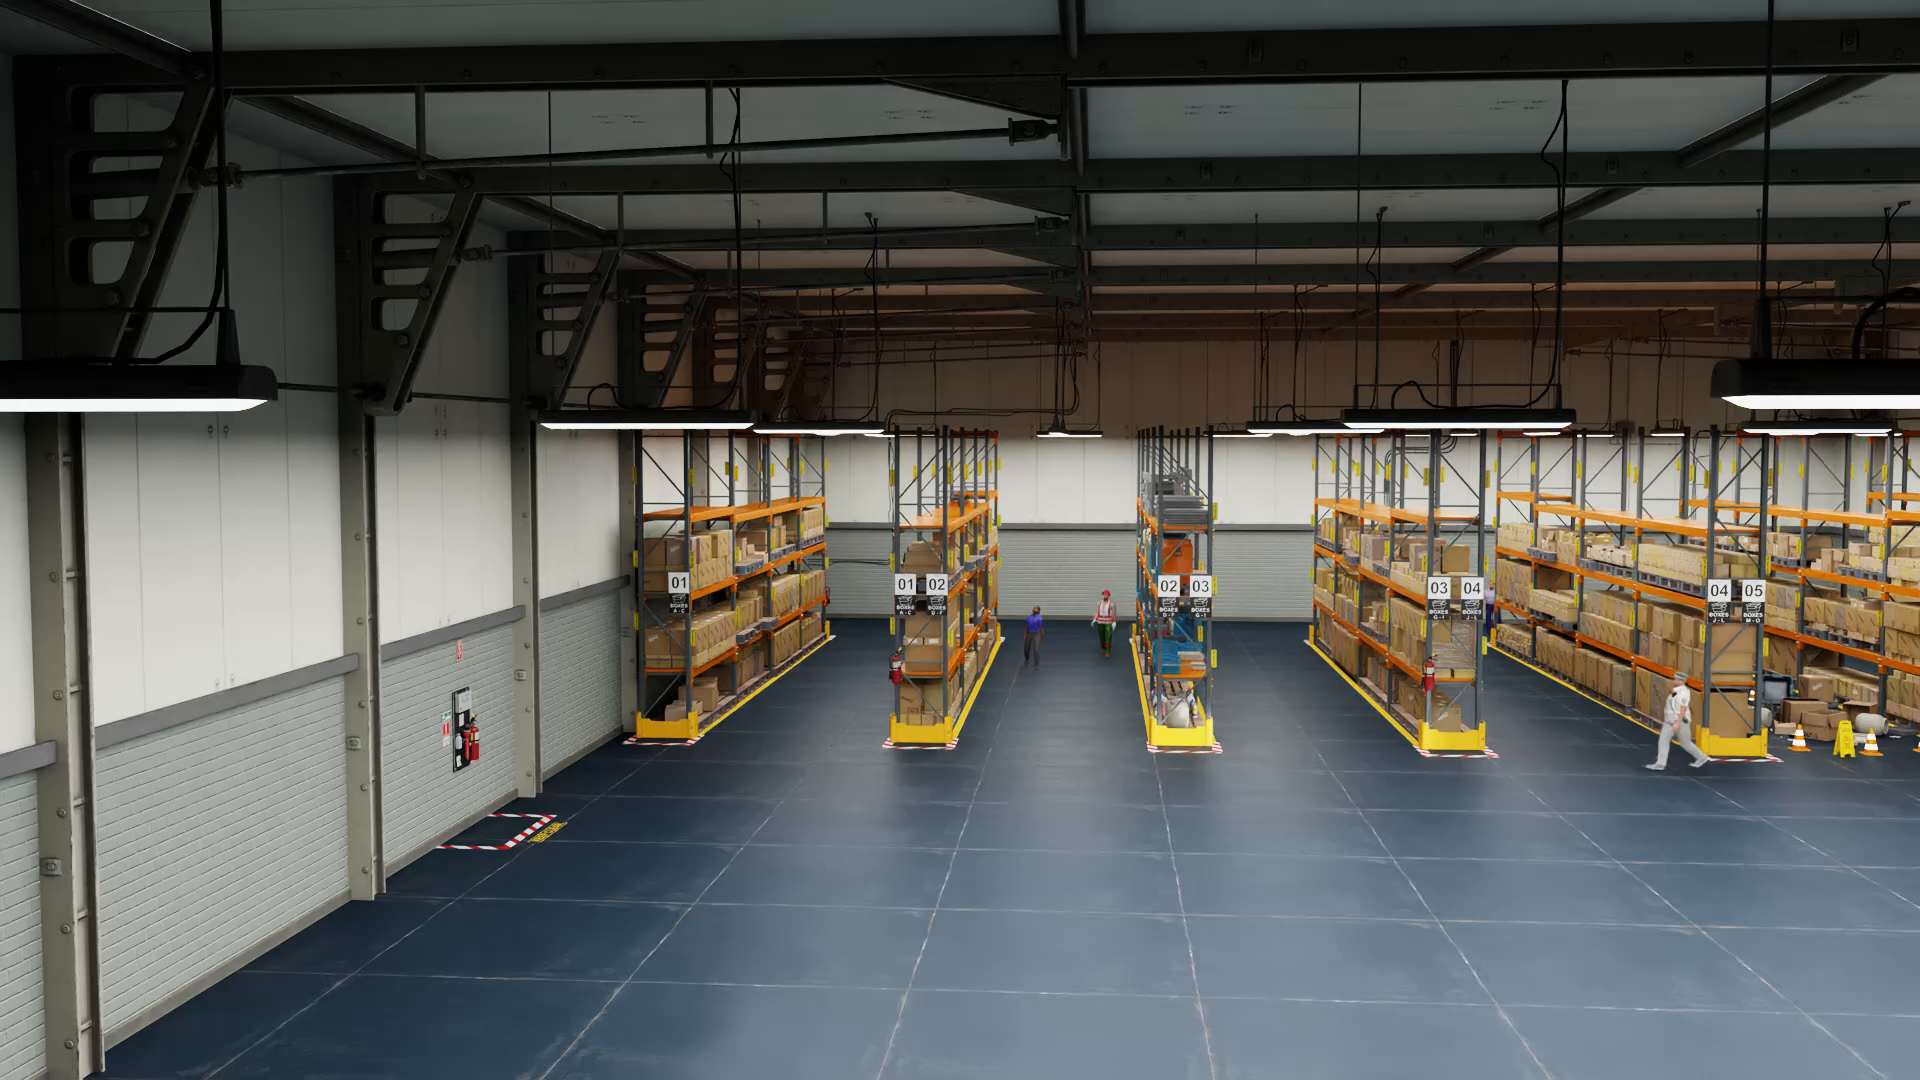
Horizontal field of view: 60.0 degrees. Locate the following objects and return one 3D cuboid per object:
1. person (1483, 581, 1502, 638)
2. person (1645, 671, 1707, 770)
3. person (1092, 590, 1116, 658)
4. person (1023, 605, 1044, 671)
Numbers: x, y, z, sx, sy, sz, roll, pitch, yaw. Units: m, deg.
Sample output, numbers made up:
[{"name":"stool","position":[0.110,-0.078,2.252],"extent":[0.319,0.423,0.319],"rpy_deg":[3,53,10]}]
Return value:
[{"name":"person","position":[15.502,2.010,48.240],"extent":[0.627,1.661,0.389],"rpy_deg":[1,4,14]},{"name":"person","position":[12.413,3.124,28.733],"extent":[0.974,1.737,0.512],"rpy_deg":[-1,4,-17]},{"name":"person","position":[3.802,2.200,43.904],"extent":[0.643,1.741,0.964],"rpy_deg":[1,3,10]},{"name":"person","position":[1.821,2.430,41.434],"extent":[0.513,1.592,0.646],"rpy_deg":[0,3,1]}]
